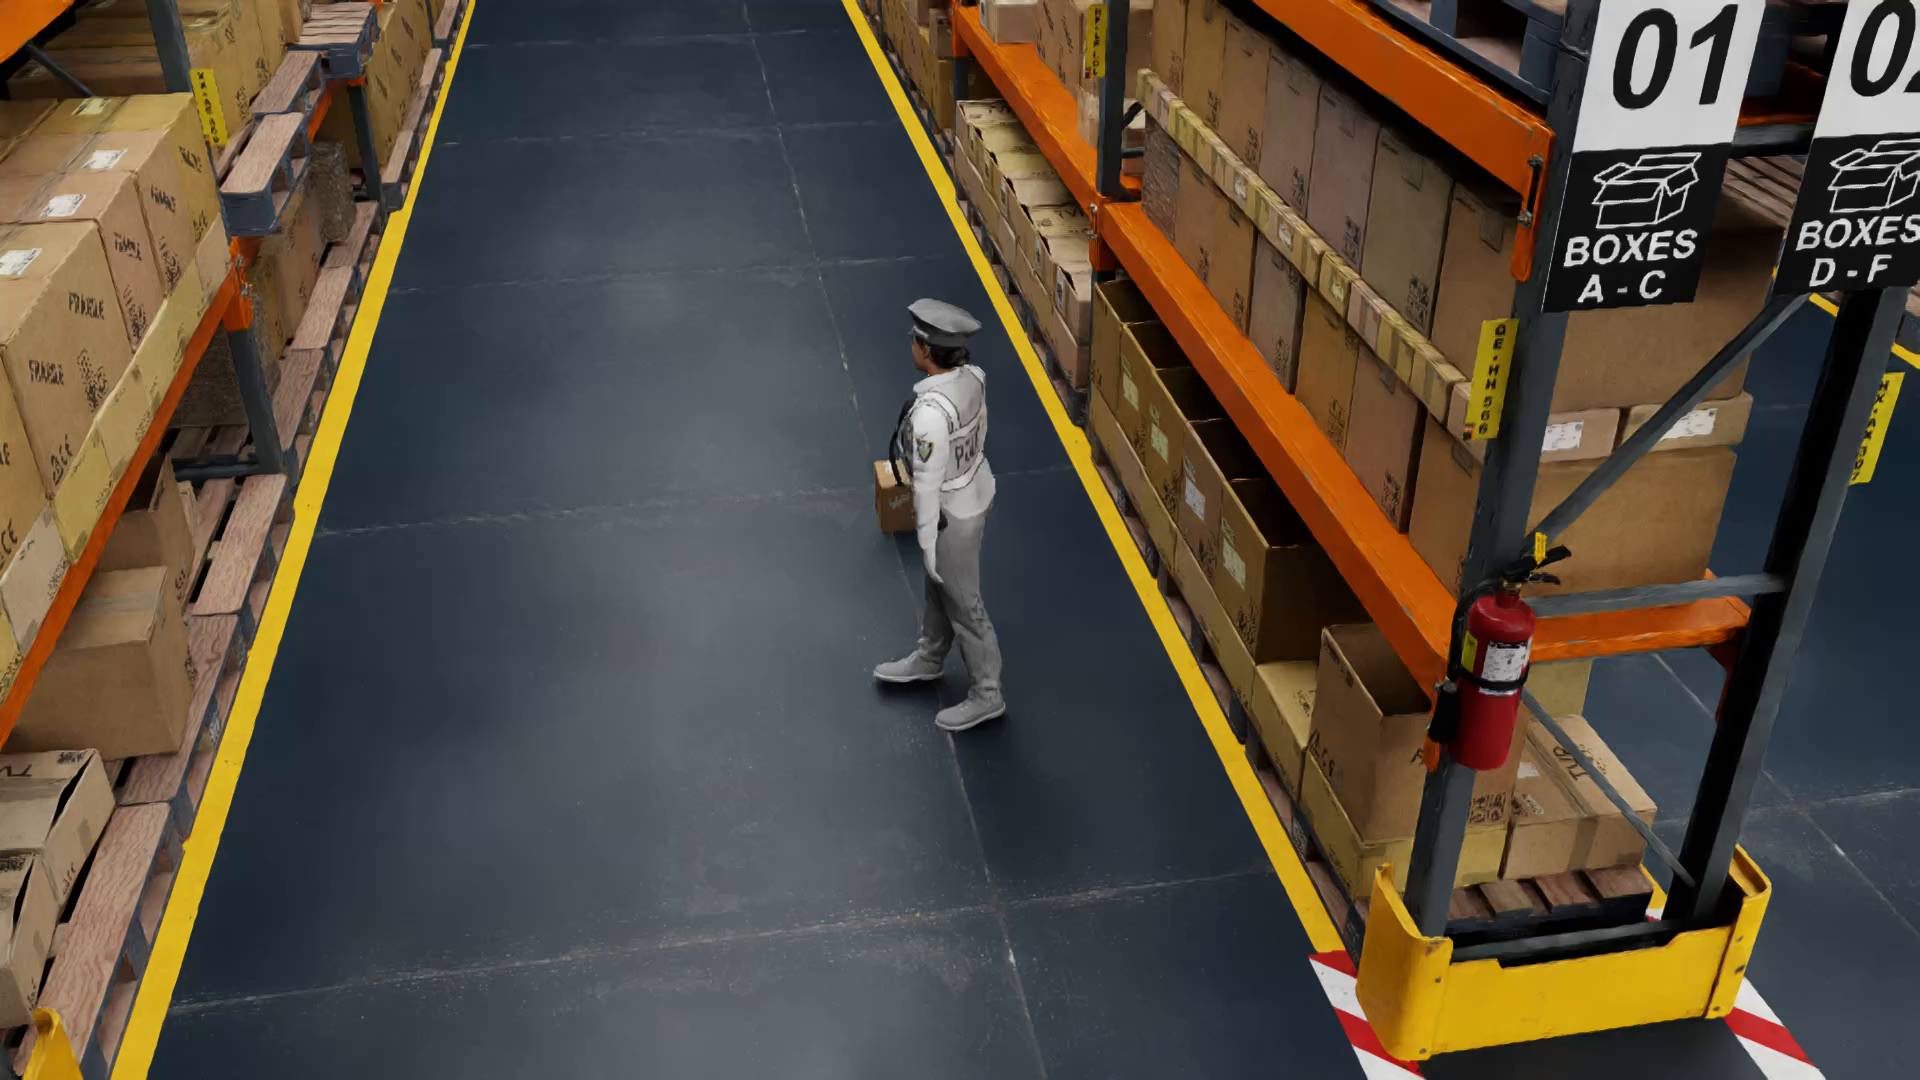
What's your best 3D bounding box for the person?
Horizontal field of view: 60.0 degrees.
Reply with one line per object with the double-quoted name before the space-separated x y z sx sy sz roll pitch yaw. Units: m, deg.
"person" -0.068 -0.109 6.292 0.566 1.667 0.582 8 32 13
